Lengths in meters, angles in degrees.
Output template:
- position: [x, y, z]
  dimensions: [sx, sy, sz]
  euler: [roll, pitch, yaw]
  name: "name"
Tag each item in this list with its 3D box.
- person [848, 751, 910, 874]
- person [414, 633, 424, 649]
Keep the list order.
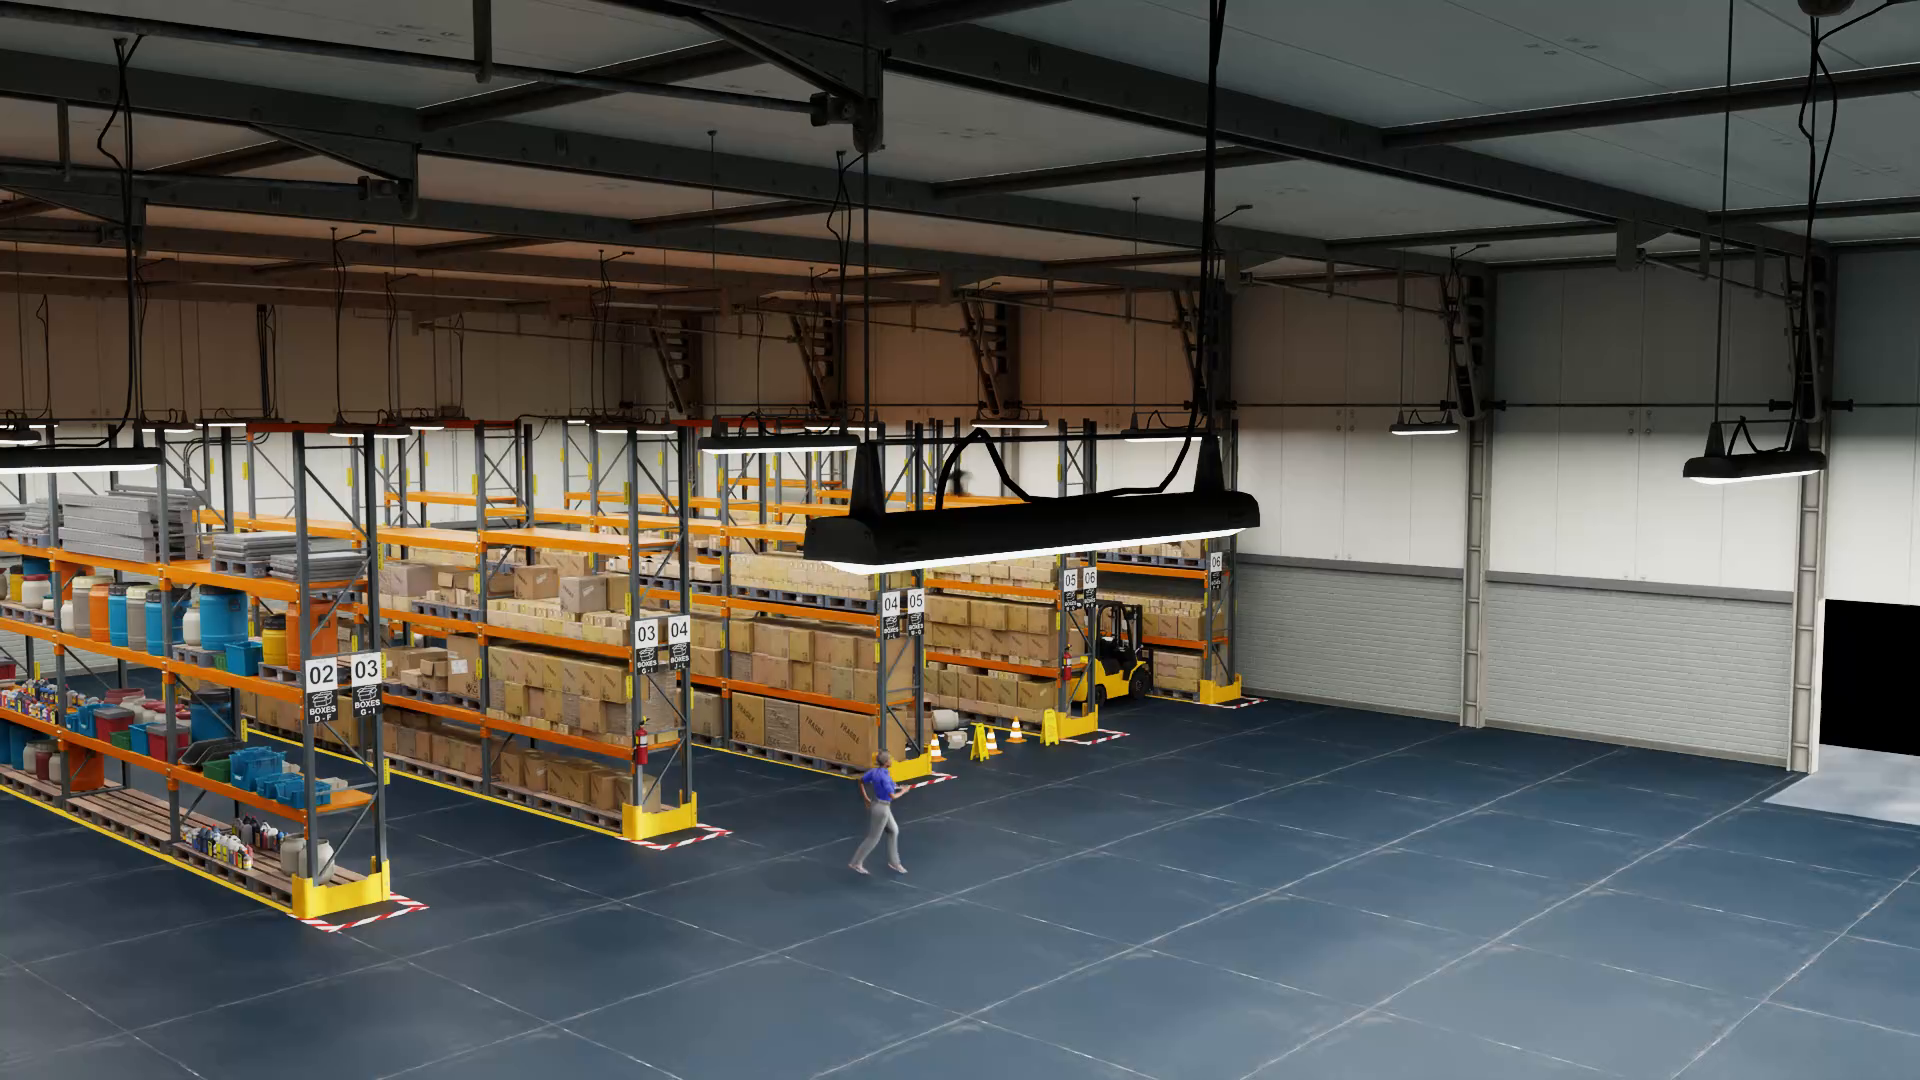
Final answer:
- position: [-1.084, 3.676, 22.267]
  dimensions: [0.861, 1.705, 0.527]
  euler: [-1, 5, -14]
  name: "person"
- position: [-13.082, 2.206, 40.012]
  dimensions: [0.704, 1.765, 1.024]
  euler: [4, 6, 38]
  name: "person"
